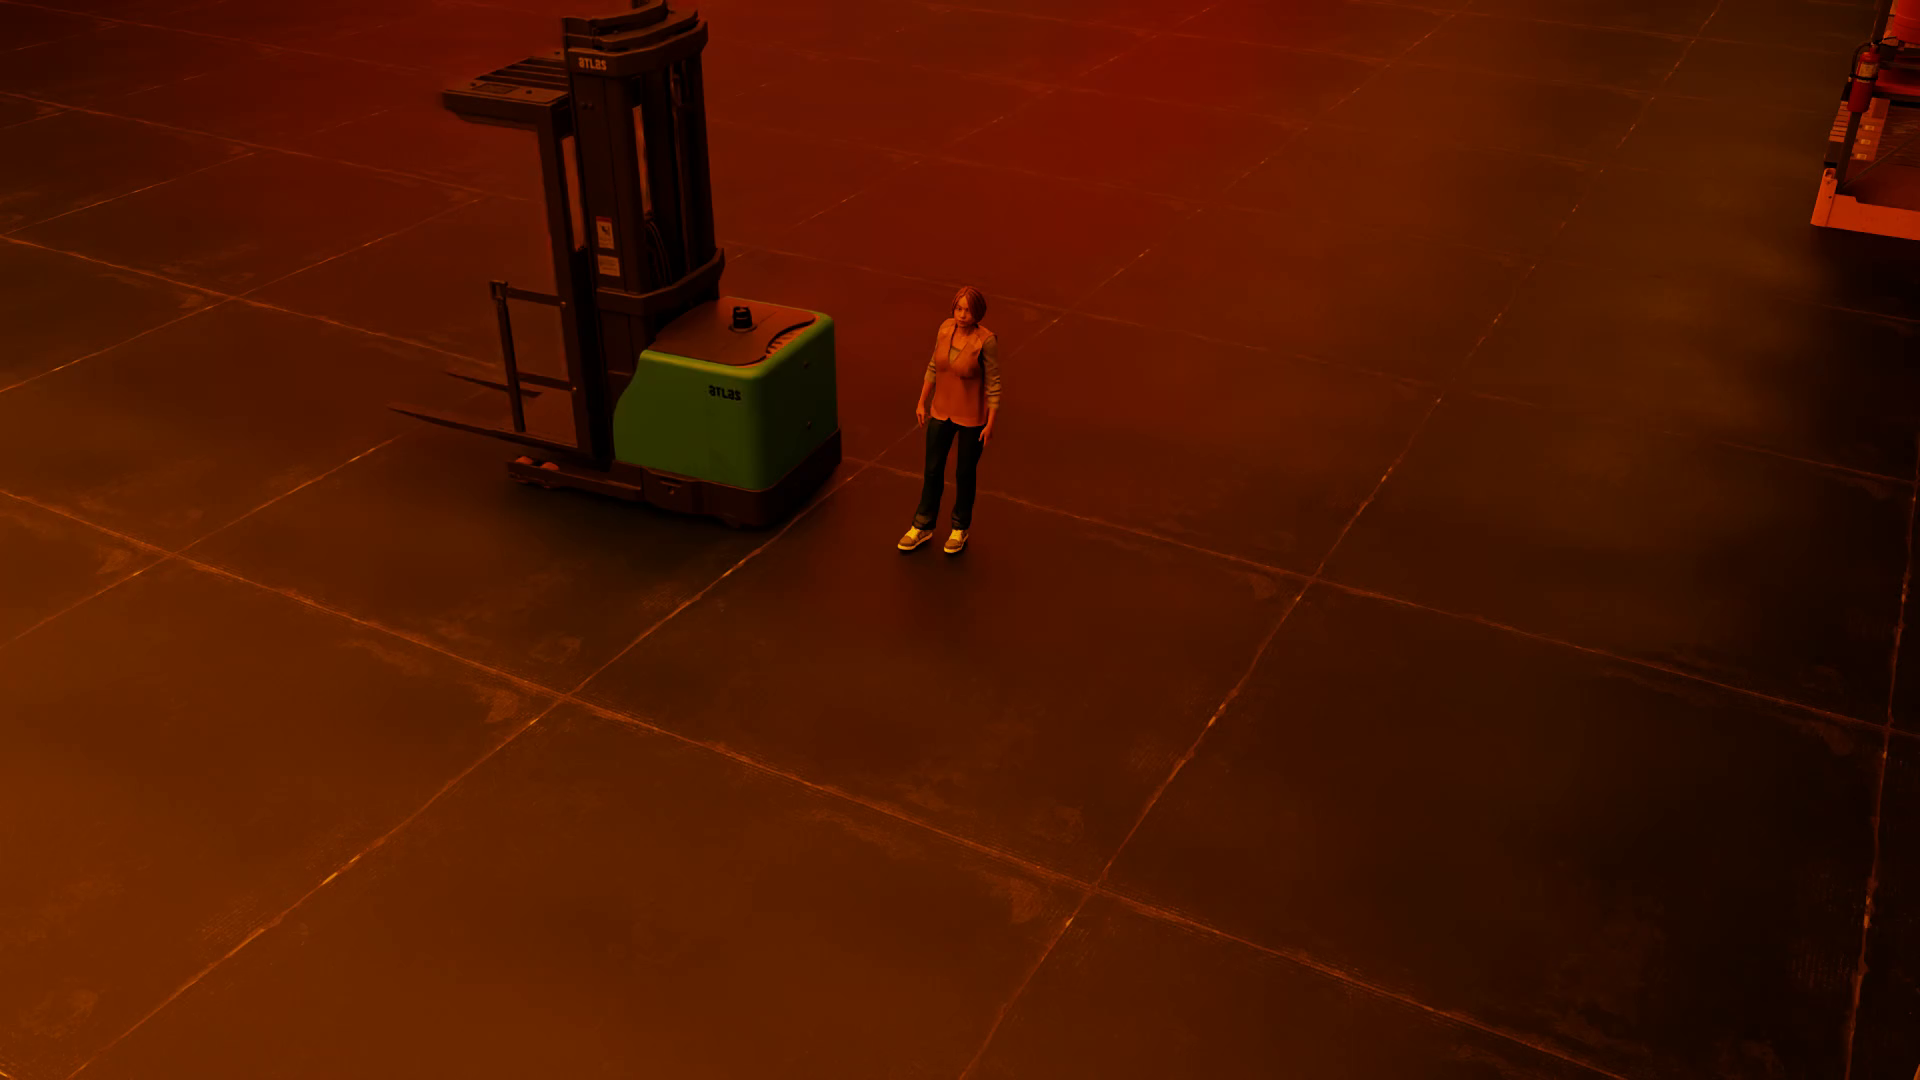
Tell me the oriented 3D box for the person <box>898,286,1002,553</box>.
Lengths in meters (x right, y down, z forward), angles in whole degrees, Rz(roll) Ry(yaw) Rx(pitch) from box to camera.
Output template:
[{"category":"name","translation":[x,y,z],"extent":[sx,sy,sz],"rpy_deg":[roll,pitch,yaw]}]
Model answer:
[{"category":"person","translation":[-0.048,-0.667,9.550],"extent":[0.521,1.595,0.473],"rpy_deg":[15,33,25]}]

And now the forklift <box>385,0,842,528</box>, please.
[{"category":"forklift","translation":[-2.327,-1.819,10.223],"extent":[3.031,2.935,1.130],"rpy_deg":[13,32,21]}]
